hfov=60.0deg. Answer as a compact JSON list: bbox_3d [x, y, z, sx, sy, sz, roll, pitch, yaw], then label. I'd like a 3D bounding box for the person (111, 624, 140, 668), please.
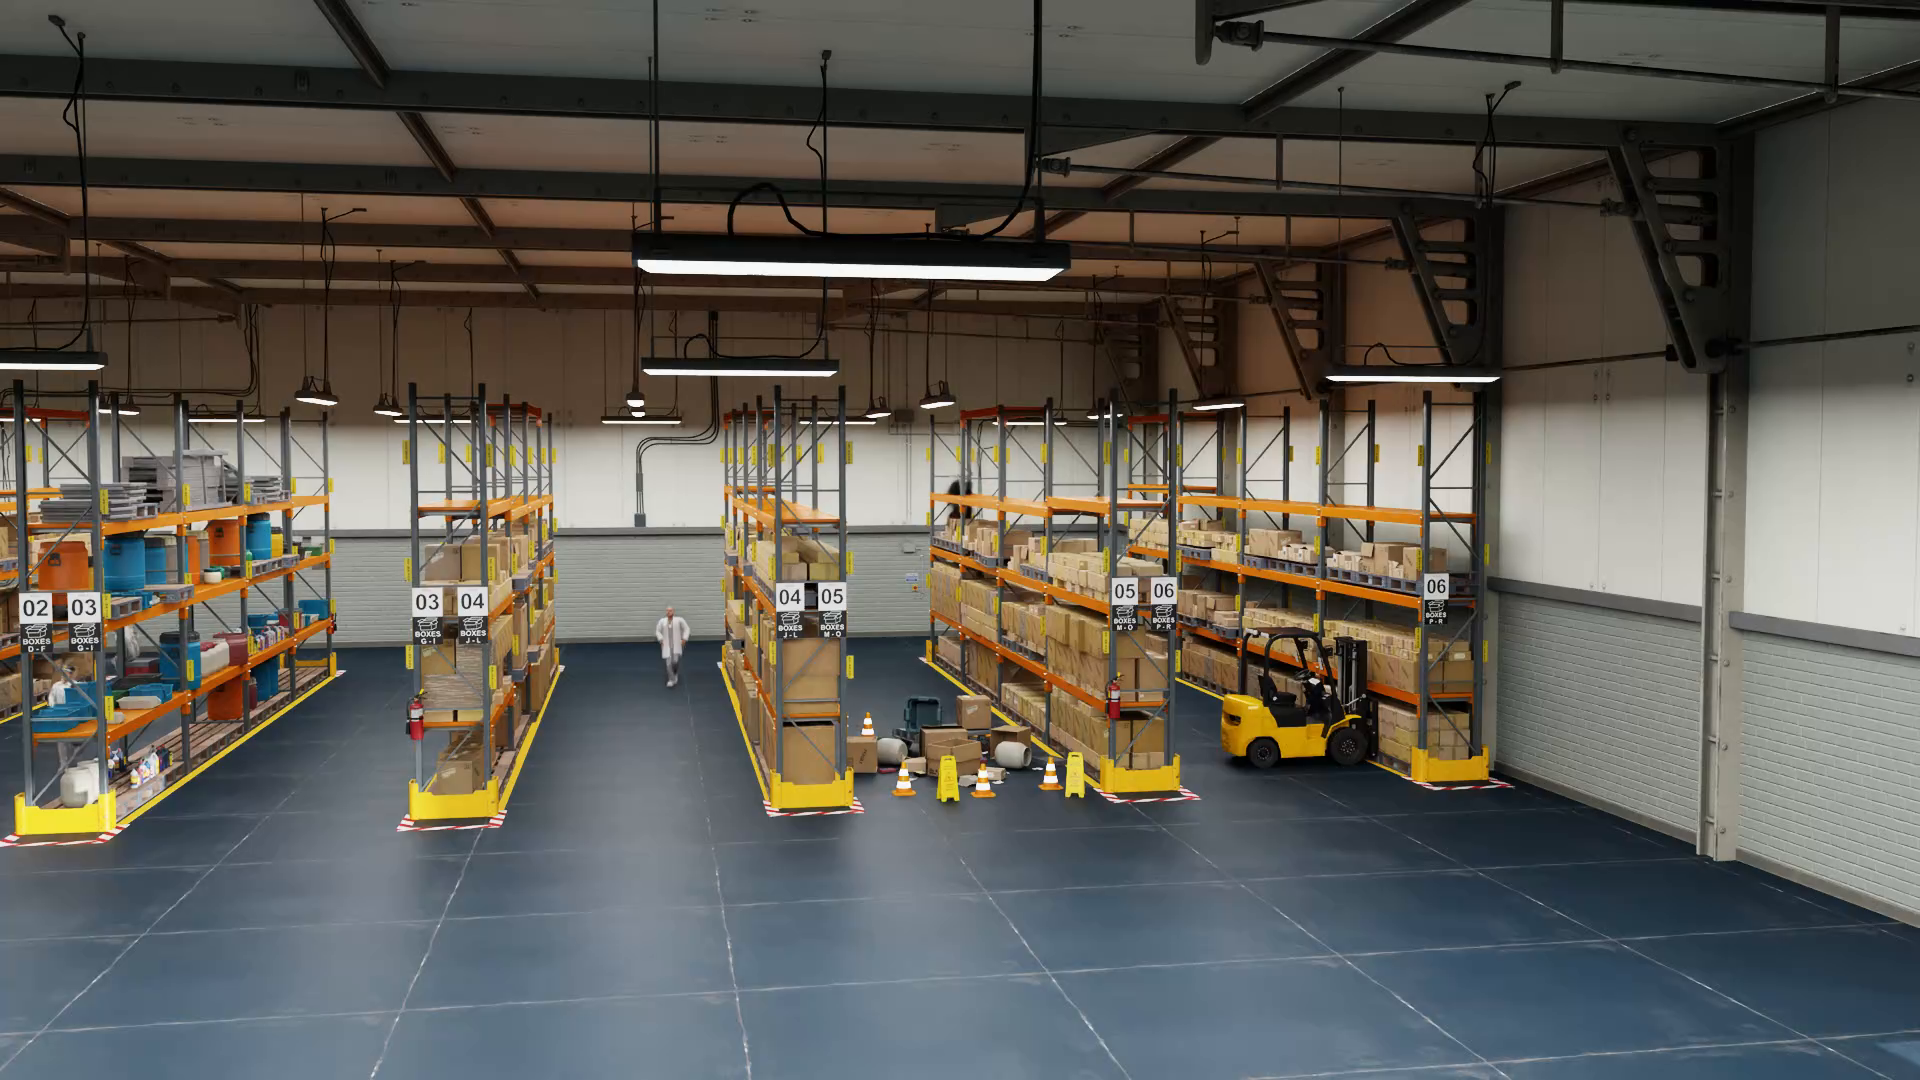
[{"bbox_3d":[-19.101,2.240,37.944,0.596,1.746,0.732,0,3,-5],"label":"person"}]

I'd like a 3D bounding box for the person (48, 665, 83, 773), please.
[{"bbox_3d":[-14.287,2.830,26.606,0.618,1.689,0.805,-1,3,-13],"label":"person"}]

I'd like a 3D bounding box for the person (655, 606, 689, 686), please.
[{"bbox_3d":[-6.260,2.348,36.076,0.721,1.657,0.579,0,3,-1],"label":"person"}]
